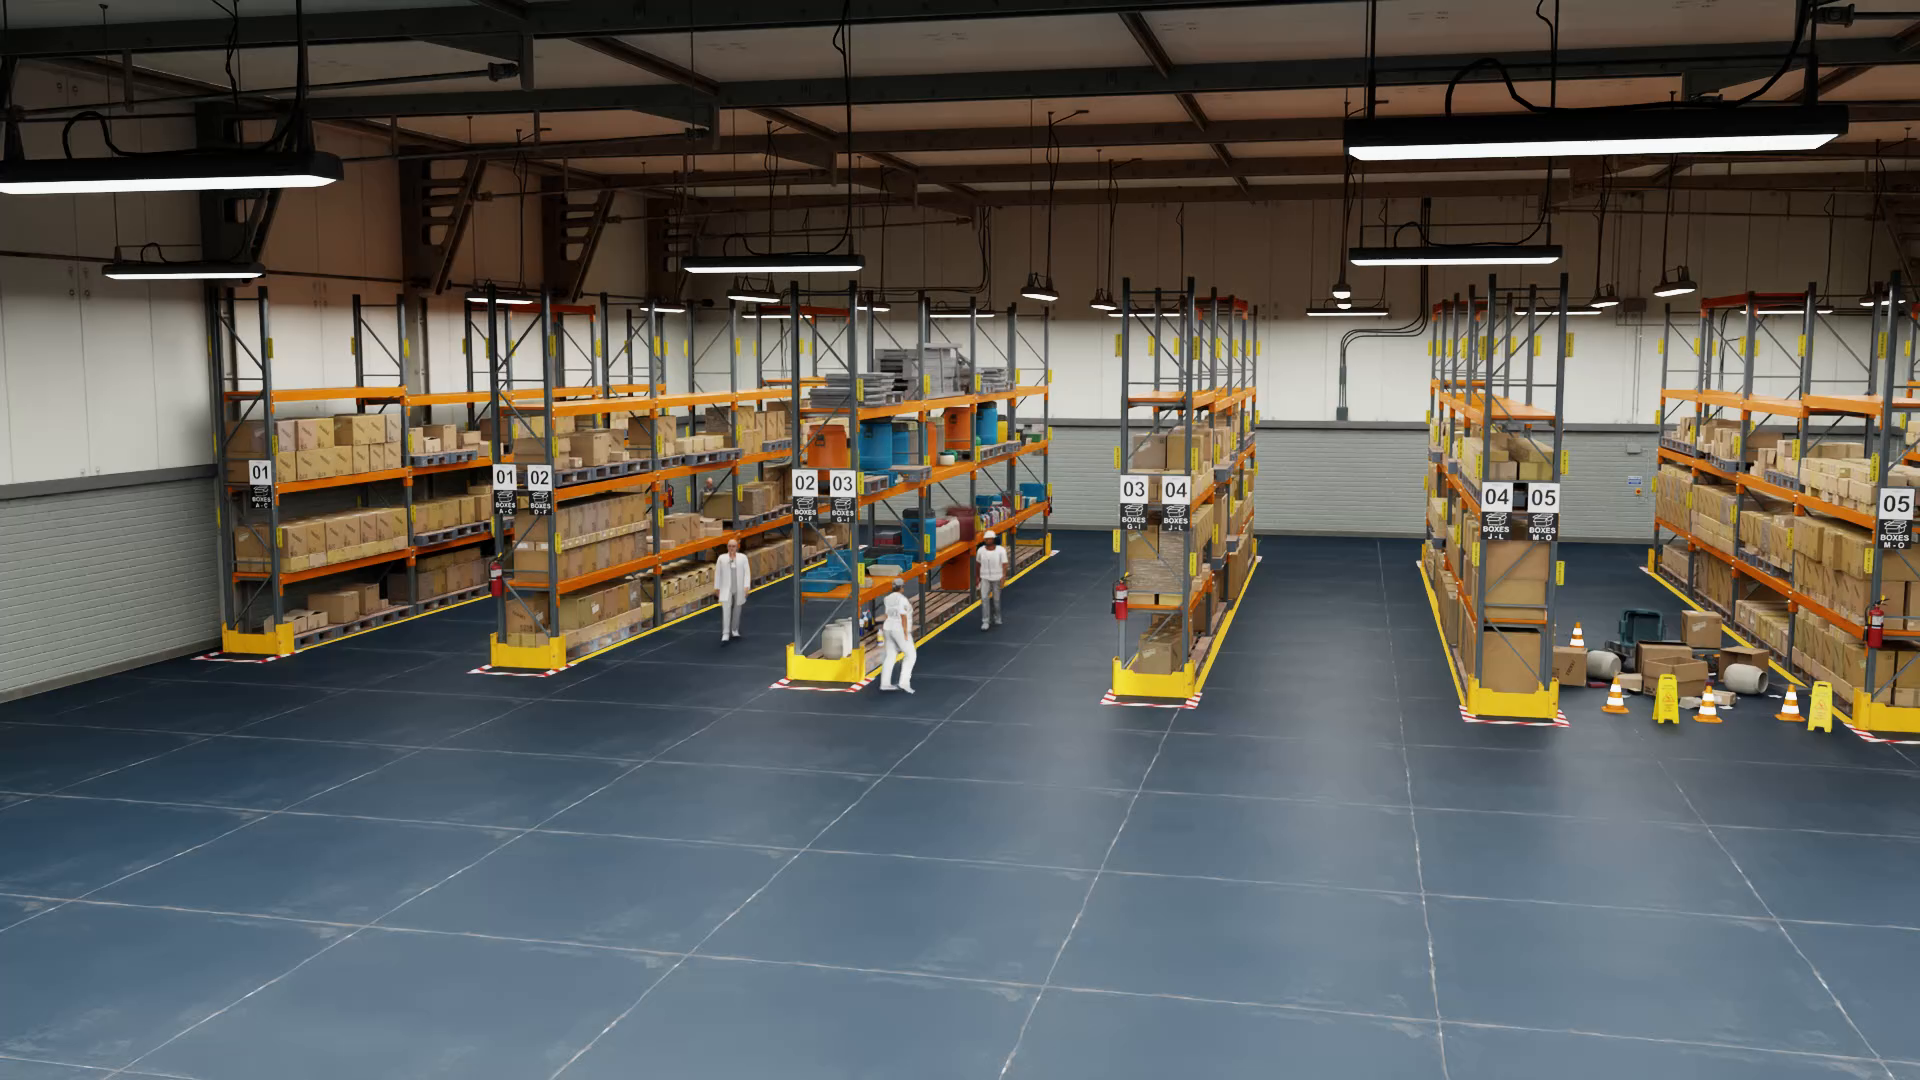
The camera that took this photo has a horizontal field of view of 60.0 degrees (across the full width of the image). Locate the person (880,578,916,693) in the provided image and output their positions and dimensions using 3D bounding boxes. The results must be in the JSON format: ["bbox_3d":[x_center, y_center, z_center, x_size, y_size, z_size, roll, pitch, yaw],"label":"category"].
[{"bbox_3d":[-0.940,1.407,24.376,0.526,1.696,0.572,-5,8,-38],"label":"person"}]

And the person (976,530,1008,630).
[{"bbox_3d":[0.546,0.696,29.794,0.611,1.728,0.881,1,7,12],"label":"person"}]

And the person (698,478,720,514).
[{"bbox_3d":[-6.396,-0.742,42.613,0.610,1.693,0.938,-1,7,-13],"label":"person"}]

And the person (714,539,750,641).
[{"bbox_3d":[-3.881,0.851,28.473,0.600,1.729,1.104,-2,7,-17],"label":"person"}]
